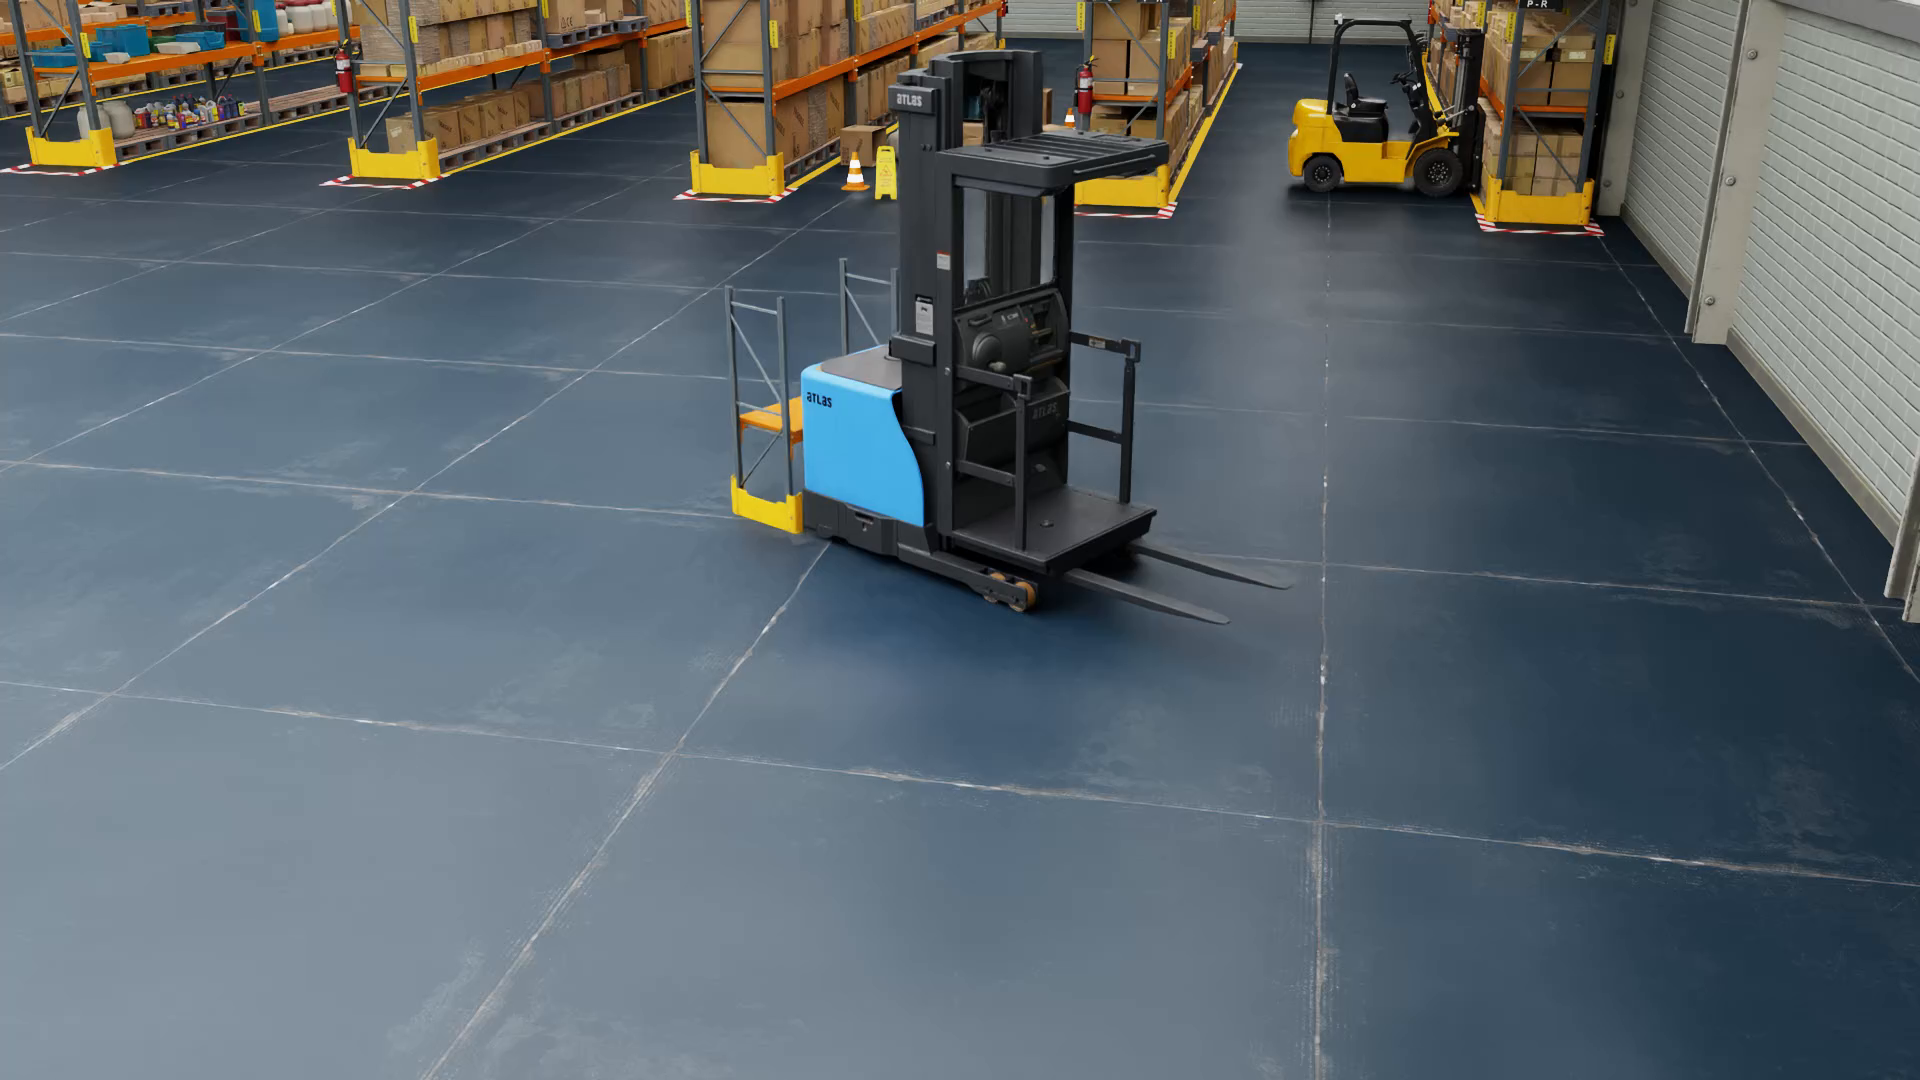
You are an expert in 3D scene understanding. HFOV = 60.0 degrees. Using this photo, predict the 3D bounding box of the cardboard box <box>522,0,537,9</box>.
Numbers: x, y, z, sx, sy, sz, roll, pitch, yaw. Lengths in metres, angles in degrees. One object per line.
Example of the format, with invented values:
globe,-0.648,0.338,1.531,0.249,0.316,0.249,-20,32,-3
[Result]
cardboard box,-6.709,-8.259,24.976,0.500,0.500,0.500,4,22,11

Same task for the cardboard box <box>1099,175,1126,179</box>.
cardboard box,1.906,-4.823,21.432,0.500,0.250,0.500,4,22,11

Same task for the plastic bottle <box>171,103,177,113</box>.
plastic bottle,-12.338,-6.724,26.096,0.097,0.271,0.097,0,22,0

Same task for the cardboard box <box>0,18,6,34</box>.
cardboard box,-16.526,-8.667,28.060,0.500,0.250,0.500,6,23,14

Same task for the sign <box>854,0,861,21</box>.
sign,-1.507,-7.778,24.387,0.100,0.325,0.005,4,22,11

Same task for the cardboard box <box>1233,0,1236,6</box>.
cardboard box,5.425,-11.280,34.212,0.500,0.500,0.500,5,22,11

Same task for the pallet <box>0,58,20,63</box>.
pallet,-20.131,-9.827,34.470,1.003,0.211,1.213,4,22,11

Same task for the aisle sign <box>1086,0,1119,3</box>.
aisle sign,1.703,-6.784,19.703,0.394,0.787,0.004,4,22,11

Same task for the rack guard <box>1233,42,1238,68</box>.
rack guard,5.269,-10.279,35.208,1.175,0.500,0.348,4,22,11

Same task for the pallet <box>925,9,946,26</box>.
pallet,-0.871,-9.483,30.141,1.003,0.211,1.213,4,22,11

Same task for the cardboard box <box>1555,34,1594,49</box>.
cardboard box,7.137,-5.793,19.323,0.380,0.149,0.250,4,22,10

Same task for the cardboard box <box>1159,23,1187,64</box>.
cardboard box,2.768,-6.665,22.357,0.500,0.500,0.500,5,22,12

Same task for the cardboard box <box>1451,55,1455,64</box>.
cardboard box,8.822,-8.424,29.170,0.380,0.149,0.250,4,22,11

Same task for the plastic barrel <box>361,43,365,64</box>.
plastic barrel,-10.835,-9.006,31.042,0.600,0.830,0.708,4,22,11

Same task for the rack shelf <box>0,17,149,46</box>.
rack shelf,-16.175,-8.951,29.527,1.077,0.370,4.000,4,22,11

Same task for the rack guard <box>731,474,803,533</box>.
rack guard,-1.232,-0.236,10.604,0.587,0.250,0.087,17,28,37

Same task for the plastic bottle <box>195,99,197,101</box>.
plastic bottle,-12.268,-6.912,26.557,0.152,0.276,0.135,5,23,13

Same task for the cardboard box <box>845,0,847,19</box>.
cardboard box,-1.956,-8.074,24.914,0.700,0.500,0.500,4,22,10

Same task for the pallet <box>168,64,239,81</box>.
pallet,-15.327,-9.438,33.505,1.003,0.211,1.213,4,22,11

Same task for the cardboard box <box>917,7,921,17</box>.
cardboard box,-0.891,-9.169,28.880,0.380,0.149,0.250,6,23,14

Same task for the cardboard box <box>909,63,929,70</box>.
cardboard box,-0.841,-8.119,29.282,0.500,0.500,0.500,4,22,9

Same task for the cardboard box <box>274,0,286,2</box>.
cardboard box,-14.580,-11.691,35.234,0.500,0.500,0.500,5,22,12

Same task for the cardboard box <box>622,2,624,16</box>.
cardboard box,-6.141,-9.300,28.735,0.500,0.500,0.500,2,22,4

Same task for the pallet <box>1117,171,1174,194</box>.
pallet,2.215,-4.607,21.511,1.003,0.211,1.213,4,22,11

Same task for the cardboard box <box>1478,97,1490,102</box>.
cardboard box,7.270,-5.895,22.755,0.500,0.250,0.500,4,22,10

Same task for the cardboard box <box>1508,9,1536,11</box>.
cardboard box,8.329,-7.777,24.647,0.380,0.149,0.250,5,22,12

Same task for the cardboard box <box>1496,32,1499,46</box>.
cardboard box,7.018,-6.351,21.106,0.380,0.149,0.250,4,22,10

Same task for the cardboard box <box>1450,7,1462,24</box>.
cardboard box,8.390,-8.663,27.487,0.500,0.250,0.500,3,22,8

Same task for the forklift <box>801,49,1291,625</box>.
forklift,0.461,-1.179,9.358,3.031,2.935,1.130,18,28,38

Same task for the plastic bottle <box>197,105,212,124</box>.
plastic bottle,-11.726,-6.610,25.808,0.152,0.276,0.135,5,22,12

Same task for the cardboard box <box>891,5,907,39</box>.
cardboard box,-1.167,-8.524,27.369,0.500,0.500,0.500,4,22,11

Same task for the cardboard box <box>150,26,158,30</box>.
cardboard box,-19.132,-11.907,38.687,0.700,0.500,0.500,4,22,11

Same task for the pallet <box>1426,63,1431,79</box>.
pallet,9.947,-9.440,33.511,1.003,0.211,1.213,4,22,11

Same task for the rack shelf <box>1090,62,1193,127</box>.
rack shelf,2.407,-5.976,22.140,1.077,0.370,4.000,4,22,11

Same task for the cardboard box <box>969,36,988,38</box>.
cardboard box,0.387,-10.424,34.679,0.380,0.149,0.250,4,22,9

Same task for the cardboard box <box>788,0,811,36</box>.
cardboard box,-2.484,-7.025,22.135,0.875,0.550,0.550,4,22,11

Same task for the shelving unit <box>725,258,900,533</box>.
shelving unit,-0.913,-0.958,10.725,0.587,1.500,1.083,17,28,37

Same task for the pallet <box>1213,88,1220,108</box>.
pallet,4.117,-7.938,29.782,1.003,0.211,1.213,4,22,11

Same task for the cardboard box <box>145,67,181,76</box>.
cardboard box,-15.394,-9.206,31.953,0.500,0.500,0.500,5,23,13

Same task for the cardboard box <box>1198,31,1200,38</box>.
cardboard box,3.426,-7.679,25.180,0.380,0.149,0.250,5,22,11

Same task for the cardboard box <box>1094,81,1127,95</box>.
cardboard box,1.866,-5.615,20.617,0.380,0.149,0.250,5,23,13

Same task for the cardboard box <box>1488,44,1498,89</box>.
cardboard box,7.014,-6.009,21.125,0.500,0.500,0.500,5,22,11

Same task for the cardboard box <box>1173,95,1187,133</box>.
cardboard box,2.855,-5.886,23.067,0.500,0.500,0.500,5,22,12

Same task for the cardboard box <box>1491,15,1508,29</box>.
cardboard box,7.159,-6.773,21.755,0.380,0.149,0.250,5,22,12

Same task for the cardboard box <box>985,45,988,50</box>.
cardboard box,0.372,-10.186,34.485,0.380,0.149,0.250,5,22,12

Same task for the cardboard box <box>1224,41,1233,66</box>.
cardboard box,5.049,-9.852,33.668,0.875,0.438,0.875,5,22,12

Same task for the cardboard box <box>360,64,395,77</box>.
cardboard box,-7.846,-6.337,22.410,0.380,0.149,0.250,4,22,11

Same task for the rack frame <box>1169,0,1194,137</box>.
rack frame,2.815,-7.041,23.822,1.000,3.000,0.127,4,22,11

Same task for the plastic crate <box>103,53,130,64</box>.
plastic crate,-12.053,-6.892,23.804,0.298,0.136,0.250,4,22,11

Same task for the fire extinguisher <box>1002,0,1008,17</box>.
fire extinguisher,0.901,-11.619,35.790,0.296,0.674,0.183,4,22,11

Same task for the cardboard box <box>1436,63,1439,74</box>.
cardboard box,9.207,-8.873,31.469,0.396,0.266,0.258,5,23,13

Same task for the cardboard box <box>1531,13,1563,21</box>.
cardboard box,7.814,-6.921,22.123,0.380,0.149,0.250,4,22,9

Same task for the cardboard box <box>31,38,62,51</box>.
cardboard box,-19.806,-10.805,35.484,0.750,0.750,0.750,5,22,12

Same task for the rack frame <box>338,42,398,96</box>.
rack frame,-10.919,-9.637,30.268,1.000,3.000,0.127,4,22,11

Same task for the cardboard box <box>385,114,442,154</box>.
cardboard box,-7.558,-5.596,23.018,0.500,0.500,0.500,9,24,21

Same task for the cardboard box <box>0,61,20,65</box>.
cardboard box,-16.577,-8.276,29.255,0.500,0.311,0.500,4,22,11

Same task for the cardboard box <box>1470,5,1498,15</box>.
cardboard box,8.017,-8.090,25.424,0.380,0.149,0.250,5,22,12

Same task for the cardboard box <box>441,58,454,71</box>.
cardboard box,-7.245,-6.577,23.005,0.380,0.149,0.250,4,22,11
